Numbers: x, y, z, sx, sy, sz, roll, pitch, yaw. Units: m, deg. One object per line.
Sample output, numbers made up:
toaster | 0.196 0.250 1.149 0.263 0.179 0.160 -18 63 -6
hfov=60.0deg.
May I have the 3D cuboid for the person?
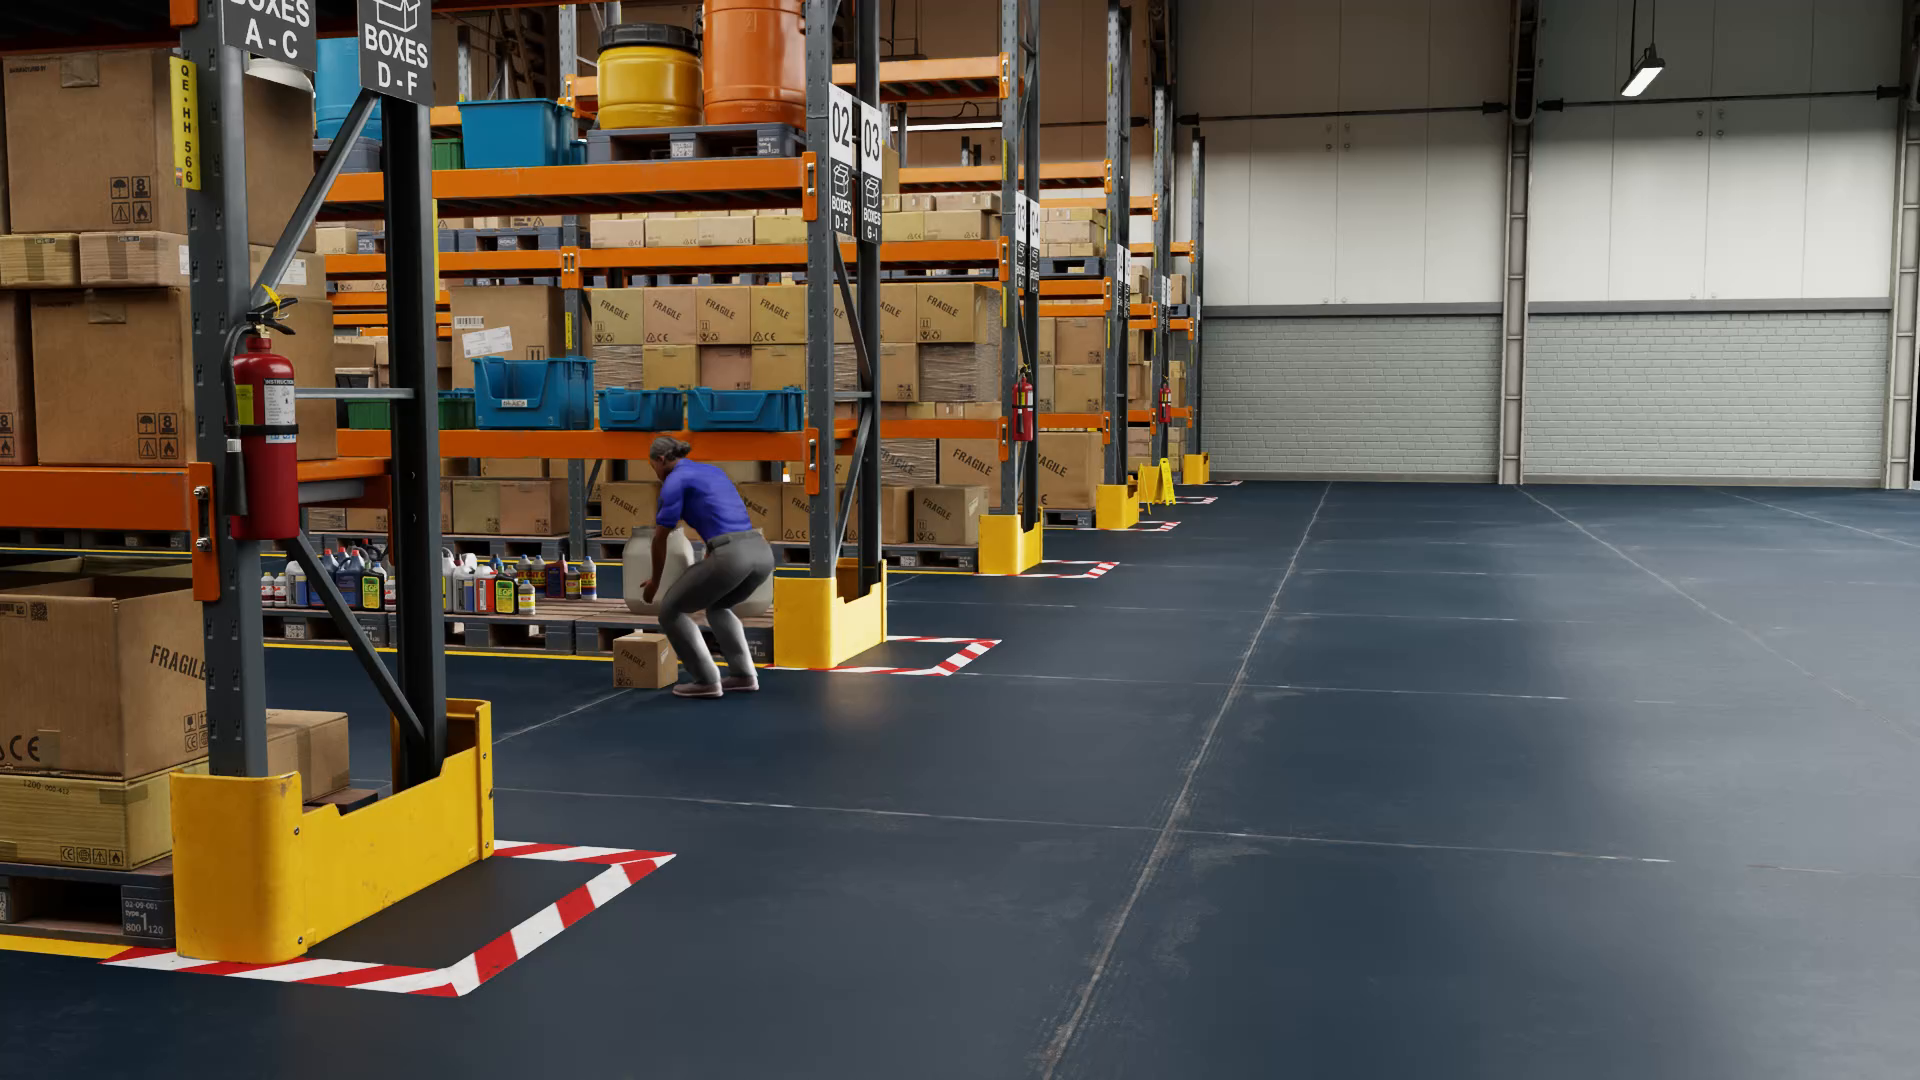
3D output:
person | -1.286 0.134 8.358 0.669 1.306 0.496 3 6 33
